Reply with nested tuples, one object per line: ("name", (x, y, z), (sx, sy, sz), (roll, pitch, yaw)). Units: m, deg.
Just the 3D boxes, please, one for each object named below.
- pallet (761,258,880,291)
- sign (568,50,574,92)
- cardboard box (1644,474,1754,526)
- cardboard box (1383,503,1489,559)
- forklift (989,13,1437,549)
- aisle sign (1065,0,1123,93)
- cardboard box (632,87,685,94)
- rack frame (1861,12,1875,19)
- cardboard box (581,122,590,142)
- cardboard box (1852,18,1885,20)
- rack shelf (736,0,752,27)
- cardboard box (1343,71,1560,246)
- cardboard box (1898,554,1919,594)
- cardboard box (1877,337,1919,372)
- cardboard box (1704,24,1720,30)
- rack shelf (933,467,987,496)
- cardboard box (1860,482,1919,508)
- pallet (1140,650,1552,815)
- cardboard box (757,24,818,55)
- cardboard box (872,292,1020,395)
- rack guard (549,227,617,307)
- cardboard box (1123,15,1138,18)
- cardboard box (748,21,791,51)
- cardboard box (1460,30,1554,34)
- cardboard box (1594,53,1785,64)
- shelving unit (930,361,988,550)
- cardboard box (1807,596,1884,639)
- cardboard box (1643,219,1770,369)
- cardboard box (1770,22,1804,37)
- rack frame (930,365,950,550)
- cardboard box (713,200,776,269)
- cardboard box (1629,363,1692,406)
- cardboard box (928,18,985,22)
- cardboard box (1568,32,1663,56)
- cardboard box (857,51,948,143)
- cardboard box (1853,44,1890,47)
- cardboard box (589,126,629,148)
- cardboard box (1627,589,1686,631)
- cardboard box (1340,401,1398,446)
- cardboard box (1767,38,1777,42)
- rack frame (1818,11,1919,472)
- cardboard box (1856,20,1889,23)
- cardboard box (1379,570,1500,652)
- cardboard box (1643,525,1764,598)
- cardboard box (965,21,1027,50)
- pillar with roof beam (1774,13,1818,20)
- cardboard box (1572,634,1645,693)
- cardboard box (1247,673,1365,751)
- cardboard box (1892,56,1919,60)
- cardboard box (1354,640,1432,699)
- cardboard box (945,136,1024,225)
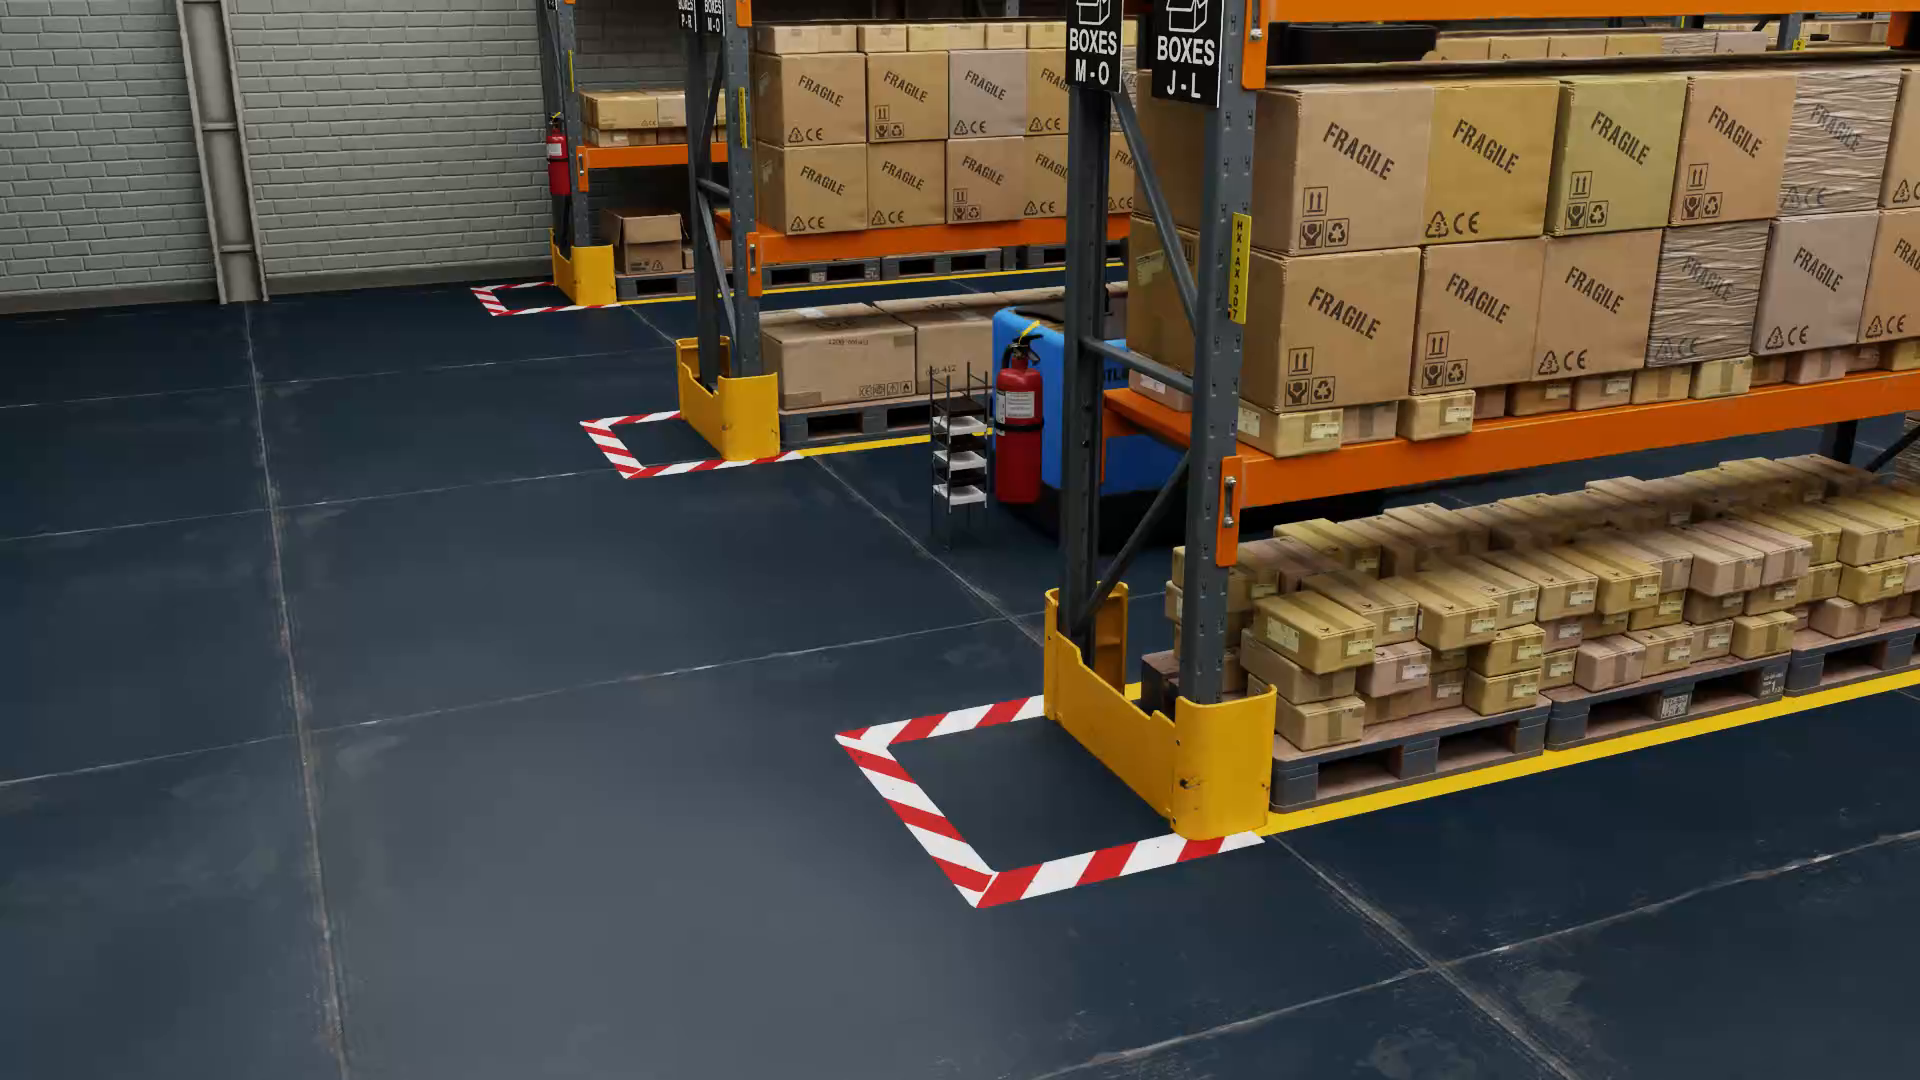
("pallet", (-1.474, -2.548, 15.440), (1.213, 0.211, 1.003), (-8, 21, -22))
("sign", (-3.179, -3.832, 13.584), (0.005, 0.325, 0.100), (-8, 21, -22))
("cardboard box", (3.184, -0.150, 7.195), (0.250, 0.149, 0.380), (-9, 21, -23))
("cardboard box", (1.943, -0.016, 6.814), (0.250, 0.149, 0.380), (-7, 21, -20))
("forklift", (1.721, -1.648, 8.789), (3.031, 2.935, 1.130), (-9, 21, -23))
("aisle sign", (0.443, -1.887, 5.452), (0.004, 0.787, 0.394), (-8, 21, -22))
("cardboard box", (-2.603, -3.867, 14.767), (0.500, 0.250, 0.500), (-8, 21, -22))
("rack frame", (11.297, -5.694, 20.176), (0.127, 3.000, 1.000), (-8, 21, -22))
("cardboard box", (-3.196, -3.596, 14.596), (0.250, 0.149, 0.380), (-8, 21, -23))
("cardboard box", (10.904, -6.208, 20.062), (0.250, 0.149, 0.380), (-9, 21, -23))
("rack shelf", (0.412, -3.414, 10.269), (4.000, 0.370, 1.077), (-8, 21, -22))
("cardboard box", (1.607, -1.285, 5.551), (0.500, 0.500, 0.500), (-8, 21, -20))
("cardboard box", (3.895, 0.079, 6.995), (0.250, 0.149, 0.380), (-9, 21, -25))
("cardboard box", (3.670, -0.794, 6.639), (0.250, 0.149, 0.380), (-7, 21, -20))
("cardboard box", (8.232, -5.680, 18.561), (0.250, 0.149, 0.380), (-8, 21, -21))
("rack shelf", (-0.007, -0.307, 8.411), (0.200, 0.077, 0.258), (-8, 21, -22))
("cardboard box", (4.078, -0.113, 7.092), (0.250, 0.149, 0.380), (-8, 21, -20))
("pallet", (1.458, 0.630, 6.415), (1.213, 0.211, 1.003), (-8, 21, -22))
("cardboard box", (-0.989, -2.863, 9.503), (0.250, 0.149, 0.380), (-8, 21, -21))
("cardboard box", (-0.021, -1.305, 10.938), (0.875, 0.438, 0.875), (-8, 21, -20))
("rack guard", (-3.325, -2.420, 14.641), (0.348, 0.500, 1.175), (-8, 21, -22))
("cardboard box", (1.156, -3.365, 10.930), (0.250, 0.149, 0.380), (-8, 21, -22))
("cardboard box", (-1.175, -3.009, 9.917), (0.250, 0.149, 0.380), (-8, 21, -21))
("cardboard box", (3.974, -3.460, 12.175), (0.500, 0.500, 0.500), (-8, 21, -21))
("cardboard box", (2.846, -1.650, 6.587), (0.500, 0.500, 0.500), (-8, 21, -21))
("shelving unit", (-0.007, -0.423, 8.370), (0.210, 0.900, 0.258), (-8, 21, -22))
("cardboard box", (3.588, 0.260, 6.928), (0.250, 0.149, 0.380), (-9, 21, -24))
("cardboard box", (2.552, -0.949, 6.103), (0.500, 0.500, 0.500), (-9, 21, -23))
("cardboard box", (9.408, -5.844, 19.028), (0.250, 0.149, 0.380), (-8, 21, -22))
("rack frame", (-0.101, -0.410, 8.332), (0.006, 0.900, 0.240), (-8, 21, -22))
("cardboard box", (-1.995, -2.760, 14.975), (0.500, 0.500, 0.700), (-7, 21, -20))
("cardboard box", (2.468, -0.624, 6.157), (0.250, 0.149, 0.380), (-7, 21, -20))
("cardboard box", (-0.025, -3.193, 10.442), (0.250, 0.149, 0.380), (-8, 21, -21))
("cardboard box", (4.623, -3.366, 11.908), (0.500, 0.500, 0.500), (-8, 21, -22))
("cardboard box", (-0.400, -2.641, 9.849), (0.500, 0.500, 0.500), (-9, 21, -23))
("cardboard box", (7.386, -3.645, 13.126), (0.500, 0.500, 0.500), (-8, 21, -21))
("cardboard box", (-2.984, -3.430, 14.125), (0.250, 0.149, 0.380), (-8, 21, -22))
("cardboard box", (2.644, 0.213, 6.613), (0.250, 0.149, 0.380), (-7, 21, -19))
("cardboard box", (1.273, -0.450, 5.661), (0.250, 0.149, 0.380), (-7, 21, -20))
("cardboard box", (8.984, -5.603, 18.792), (0.250, 0.149, 0.380), (-8, 21, -22))
("rack frame", (4.302, -1.106, 7.145), (0.127, 3.000, 1.000), (-8, 21, -22))
("cardboard box", (10.608, -5.991, 19.445), (0.250, 0.149, 0.380), (-8, 21, -21))
("cardboard box", (1.732, 0.254, 6.048), (0.250, 0.149, 0.380), (-8, 21, -22))
("cardboard box", (2.909, 0.081, 6.541), (0.250, 0.149, 0.380), (-9, 21, -24))
("cardboard box", (0.208, -3.029, 9.975), (0.250, 0.149, 0.380), (-8, 21, -21))
("pillar with roof beam", (12.006, -7.394, 15.971), (0.400, 9.000, 9.100), (-8, 21, -22))
("cardboard box", (2.408, 0.433, 6.437), (0.250, 0.149, 0.380), (-9, 21, -25))
("cardboard box", (1.237, 0.596, 5.973), (0.250, 0.149, 0.380), (-8, 21, -21))
("cardboard box", (3.977, -1.620, 6.503), (0.500, 0.500, 0.500), (-9, 21, -24))
("cardboard box", (1.485, 0.418, 6.032), (0.250, 0.149, 0.380), (-8, 21, -22))
("cardboard box", (0.057, -2.235, 10.202), (0.500, 0.500, 0.500), (-8, 21, -22))
